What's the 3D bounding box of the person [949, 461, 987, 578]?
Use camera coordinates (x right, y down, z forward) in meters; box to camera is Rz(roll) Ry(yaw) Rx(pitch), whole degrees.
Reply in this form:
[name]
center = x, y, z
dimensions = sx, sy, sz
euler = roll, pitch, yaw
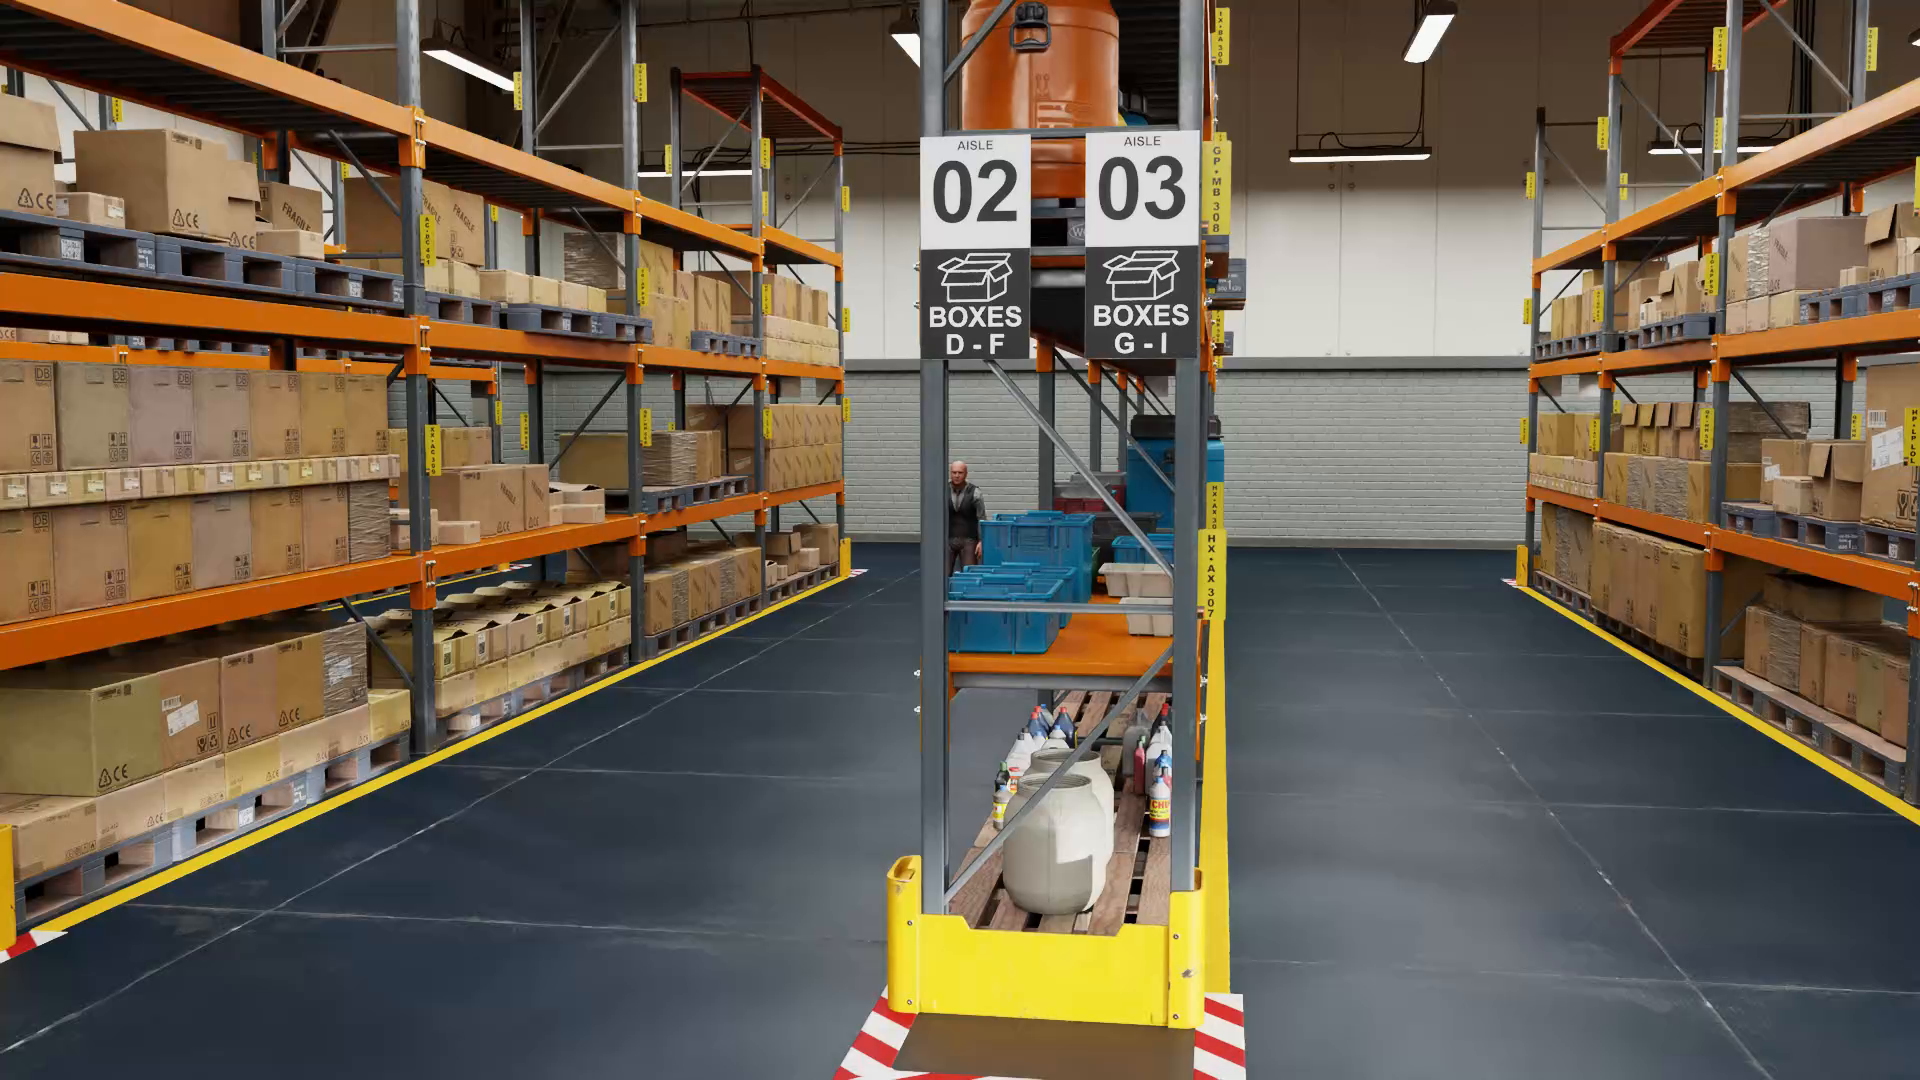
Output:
[person]
center = -0.018, 0.051, 16.967
dimensions = 0.581, 1.721, 0.418
euler = 1, 4, 9
